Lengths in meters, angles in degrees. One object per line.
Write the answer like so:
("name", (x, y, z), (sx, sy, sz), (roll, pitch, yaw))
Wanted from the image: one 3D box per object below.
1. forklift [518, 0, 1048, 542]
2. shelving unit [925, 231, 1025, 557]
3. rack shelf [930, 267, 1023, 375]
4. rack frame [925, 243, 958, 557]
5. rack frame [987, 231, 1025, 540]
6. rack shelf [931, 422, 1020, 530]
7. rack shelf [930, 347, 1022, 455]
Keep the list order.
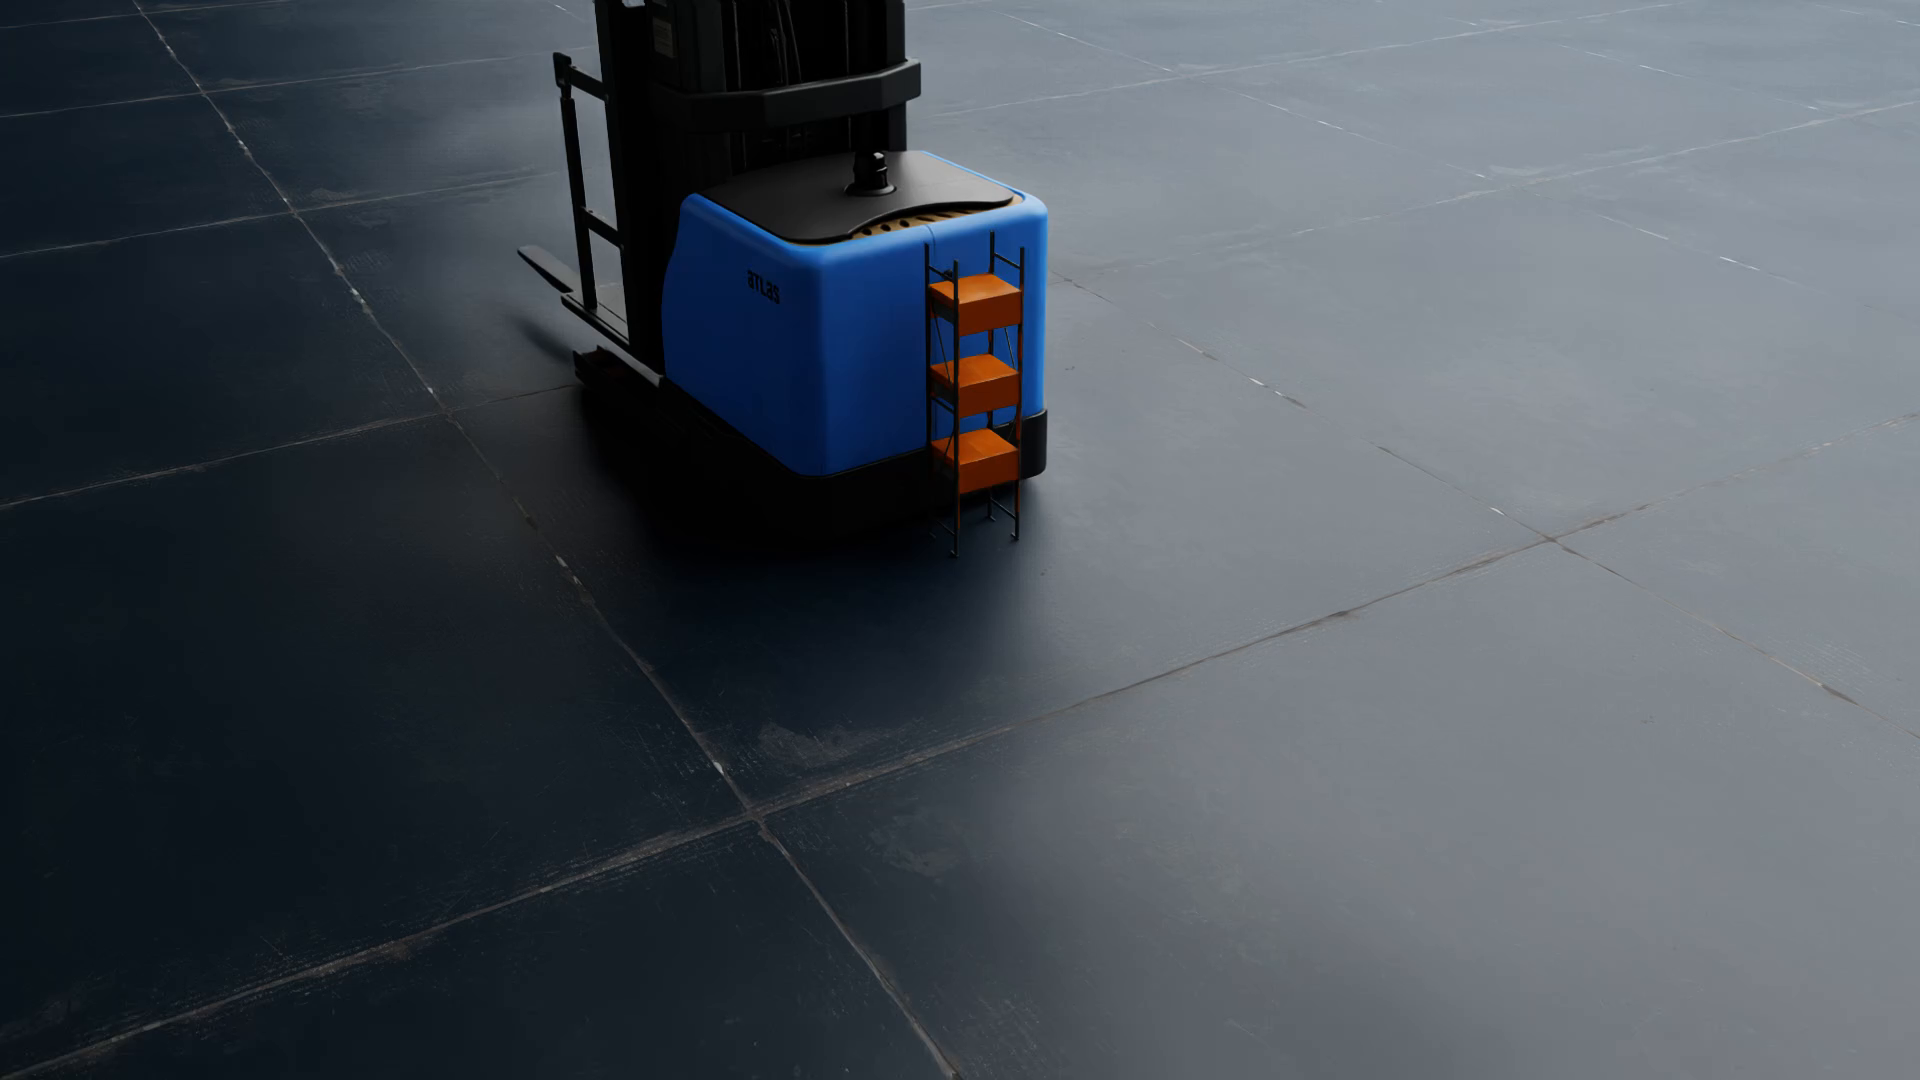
("forklift", (-0.933, -1.939, 6.231), (1.130, 2.935, 3.031), (-18, 34, -30))
("shelving unit", (0.046, -0.473, 5.520), (0.252, 1.050, 0.215), (-16, 33, -26))
("rack shelf", (0.046, -0.712, 5.388), (0.240, 0.259, 0.215), (-16, 33, -26))
("rack frame", (-0.059, -0.443, 5.466), (0.008, 1.050, 0.200), (-16, 33, -26))
("rack frame", (0.151, -0.503, 5.574), (0.008, 1.050, 0.200), (-16, 33, -26))
("rack shelf", (0.046, -0.220, 5.659), (0.240, 0.259, 0.215), (-16, 33, -26))
("rack shelf", (0.046, -0.463, 5.525), (0.240, 0.259, 0.215), (-16, 33, -26))
